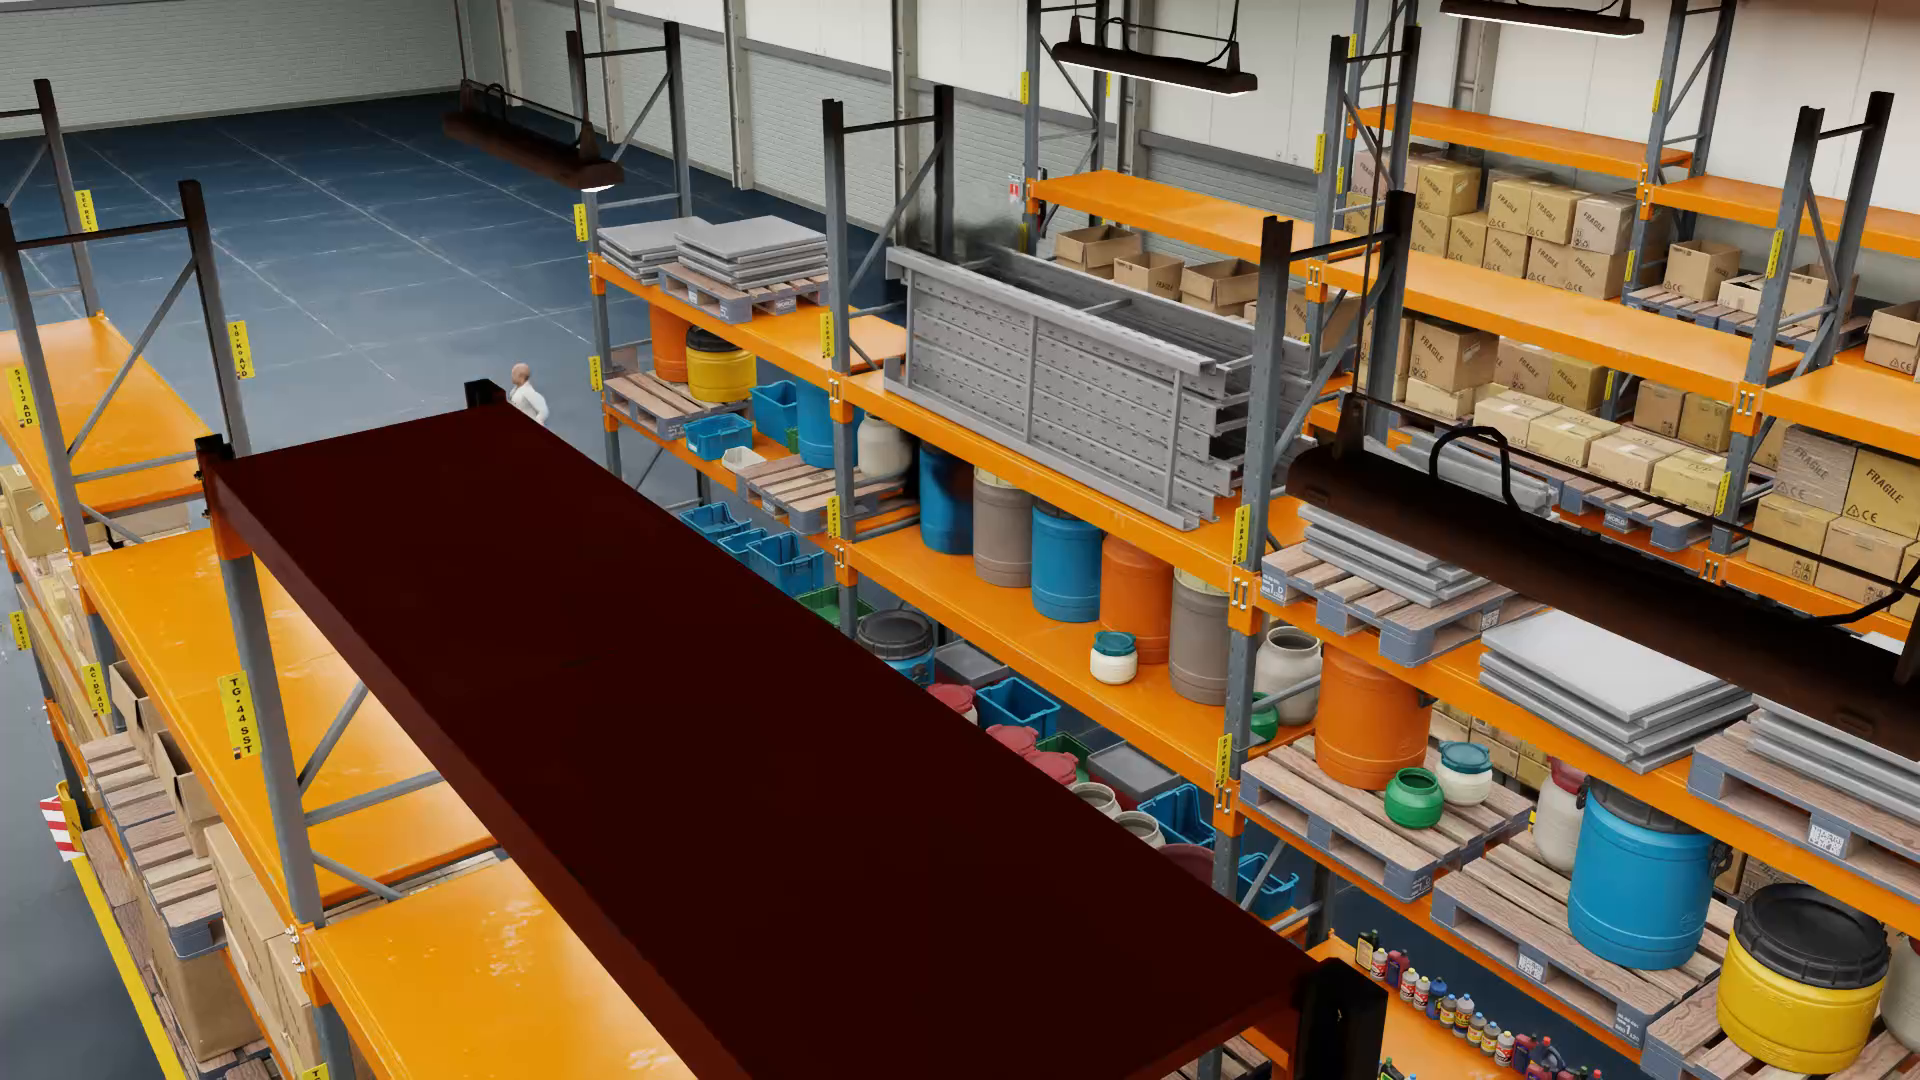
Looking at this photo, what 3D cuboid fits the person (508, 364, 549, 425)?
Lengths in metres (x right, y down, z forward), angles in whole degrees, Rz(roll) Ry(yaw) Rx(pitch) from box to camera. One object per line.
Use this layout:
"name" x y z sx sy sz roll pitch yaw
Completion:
"person" -5.129 -1.207 19.509 0.754 1.777 0.674 -7 26 -14
